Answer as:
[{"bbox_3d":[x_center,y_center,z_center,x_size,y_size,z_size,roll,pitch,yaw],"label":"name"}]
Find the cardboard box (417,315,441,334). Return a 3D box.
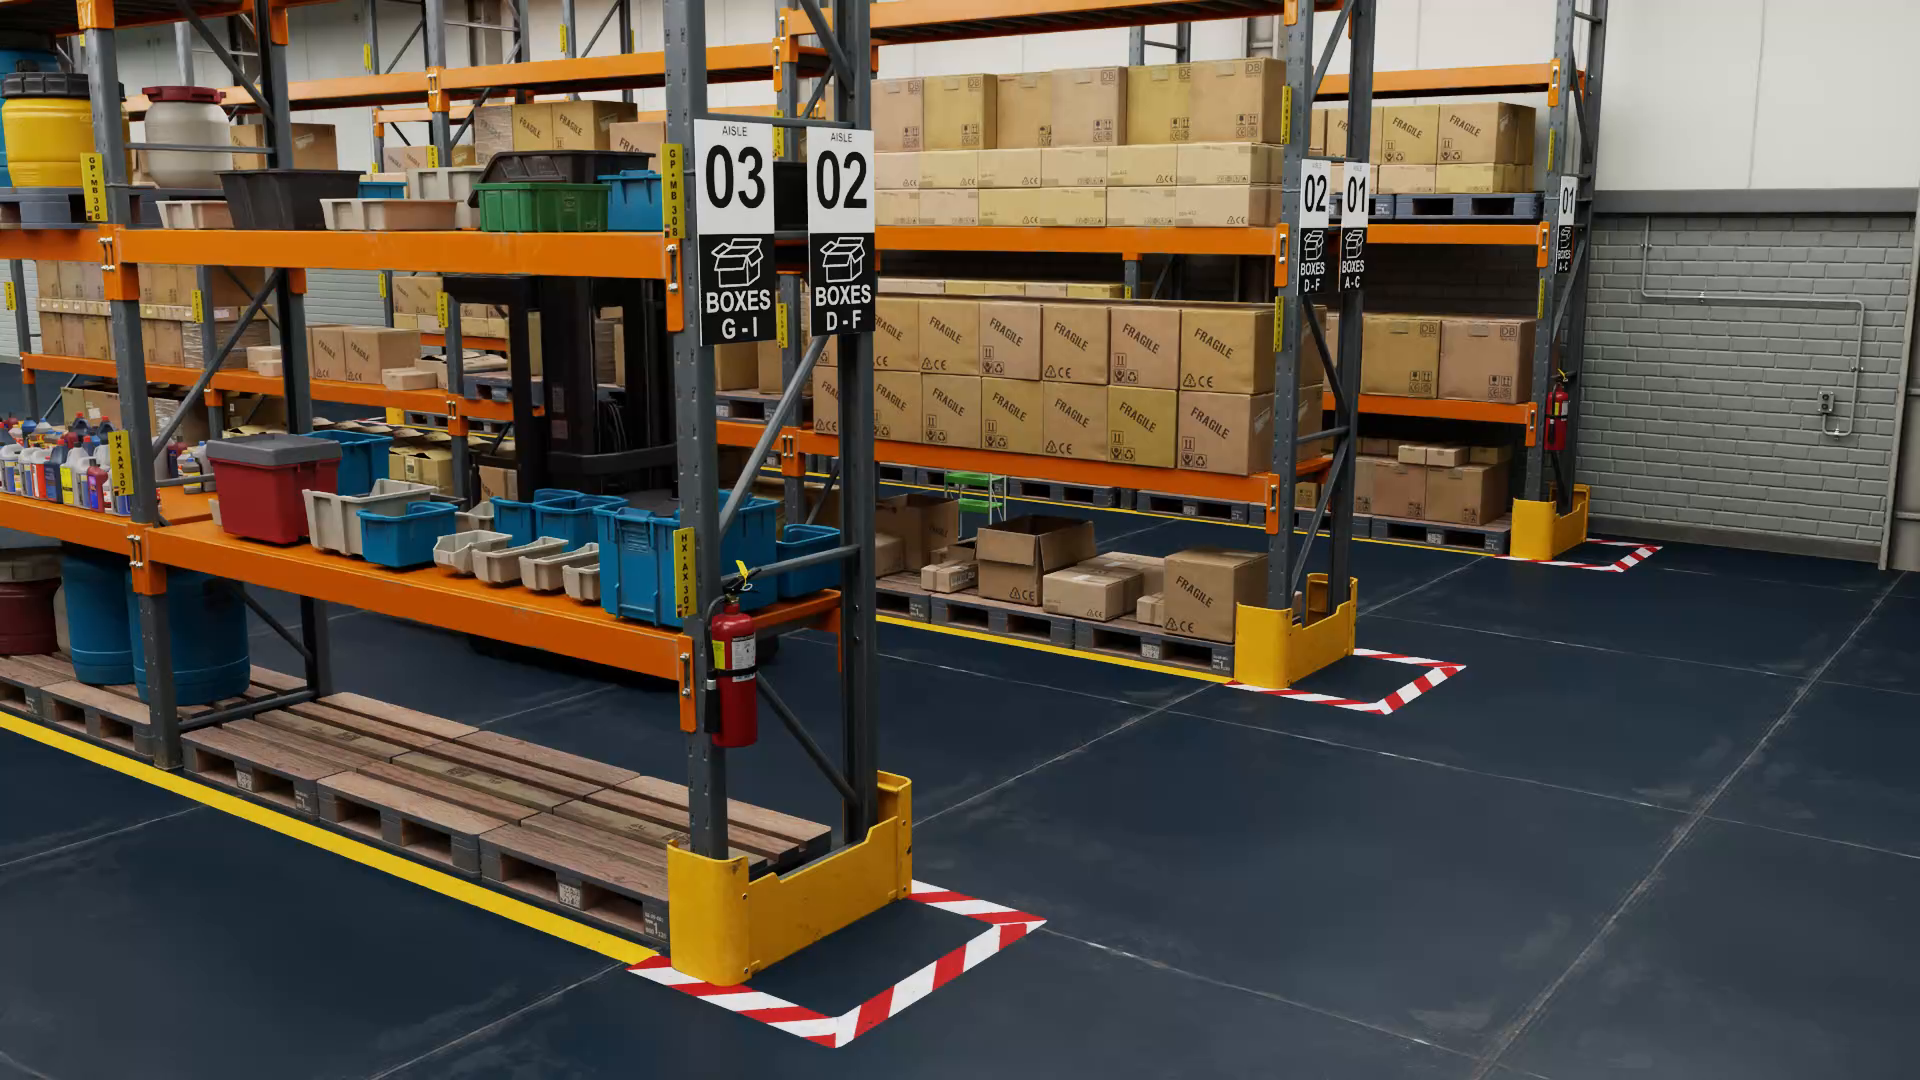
[{"bbox_3d":[-7.093,-2.979,22.872,0.500,0.250,0.500,7,13,34],"label":"cardboard box"}]

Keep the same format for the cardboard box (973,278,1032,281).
[{"bbox_3d":[0.480,-2.691,17.967,0.500,0.250,0.500,8,13,34],"label":"cardboard box"}]

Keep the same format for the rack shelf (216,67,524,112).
[{"bbox_3d":[-5.818,-4.165,15.812,4.000,0.370,1.077,8,13,36],"label":"rack shelf"}]

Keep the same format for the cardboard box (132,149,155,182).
[{"bbox_3d":[-8.683,-3.997,18.147,0.637,0.503,0.797,10,15,42],"label":"cardboard box"}]

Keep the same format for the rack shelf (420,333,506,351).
[{"bbox_3d":[-6.113,-2.624,22.591,4.000,0.370,1.077,8,13,36],"label":"rack shelf"}]

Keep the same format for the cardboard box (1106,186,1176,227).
[{"bbox_3d":[1.275,-2.119,10.583,0.500,0.250,0.500,8,13,36],"label":"cardboard box"}]

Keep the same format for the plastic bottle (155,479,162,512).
[{"bbox_3d":[-4.367,-0.255,8.973,0.097,0.201,0.097,0,11,0],"label":"plastic bottle"}]

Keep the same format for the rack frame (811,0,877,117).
[{"bbox_3d":[-1.277,-5.248,18.466,0.127,3.000,1.000,8,13,36],"label":"rack frame"}]

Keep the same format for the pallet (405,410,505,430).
[{"bbox_3d":[-7.030,-1.728,23.406,1.213,0.211,1.003,8,13,36],"label":"pallet"}]

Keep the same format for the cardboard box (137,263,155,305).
[{"bbox_3d":[-8.603,-2.842,18.143,0.500,0.500,0.700,8,13,36],"label":"cardboard box"}]

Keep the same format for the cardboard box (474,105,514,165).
[{"bbox_3d":[-3.858,-3.507,14.466,0.500,0.500,0.500,8,13,36],"label":"cardboard box"}]

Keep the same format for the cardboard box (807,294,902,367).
[{"bbox_3d":[-0.769,-1.538,12.188,0.500,0.500,0.500,8,14,37],"label":"cardboard box"}]

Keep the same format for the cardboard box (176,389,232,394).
[{"bbox_3d":[-8.425,-1.431,18.687,0.500,0.500,0.500,8,13,36],"label":"cardboard box"}]

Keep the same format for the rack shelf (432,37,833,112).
[{"bbox_3d":[-2.594,-3.715,13.488,4.000,0.370,1.077,8,13,36],"label":"rack shelf"}]

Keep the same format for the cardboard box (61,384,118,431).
[{"bbox_3d":[-9.949,-1.518,19.136,0.500,0.500,0.500,8,13,36],"label":"cardboard box"}]

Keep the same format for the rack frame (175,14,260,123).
[{"bbox_3d":[-7.430,-4.939,16.868,0.127,3.000,1.000,8,13,36],"label":"rack frame"}]

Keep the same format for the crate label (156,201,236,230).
[{"bbox_3d":[-3.694,-1.580,8.099,0.466,0.136,0.293,8,13,36],"label":"crate label"}]

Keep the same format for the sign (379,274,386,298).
[{"bbox_3d":[-8.046,-3.544,23.173,0.005,0.325,0.100,8,13,36],"label":"sign"}]

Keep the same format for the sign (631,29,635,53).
[{"bbox_3d":[-4.177,-6.320,21.129,0.005,0.325,0.100,8,13,36],"label":"sign"}]

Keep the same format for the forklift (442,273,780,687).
[{"bbox_3d":[-2.677,-0.735,11.111,3.031,2.935,1.130,8,13,35],"label":"forklift"}]

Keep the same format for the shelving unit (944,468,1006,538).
[{"bbox_3d":[0.133,-0.570,14.820,0.503,1.200,0.258,8,13,36],"label":"shelving unit"}]

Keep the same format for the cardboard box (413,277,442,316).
[{"bbox_3d":[-7.126,-3.350,22.816,0.500,0.500,0.500,8,14,36],"label":"cardboard box"}]

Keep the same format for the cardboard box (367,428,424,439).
[{"bbox_3d":[-5.707,-0.953,16.714,0.500,0.311,0.500,8,13,35],"label":"cardboard box"}]

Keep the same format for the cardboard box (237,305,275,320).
[{"bbox_3d":[-7.532,-2.421,17.677,0.250,0.149,0.380,8,13,35],"label":"cardboard box"}]

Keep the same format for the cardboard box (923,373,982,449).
[{"bbox_3d":[0.084,-0.931,11.680,0.500,0.500,0.500,8,13,35],"label":"cardboard box"}]

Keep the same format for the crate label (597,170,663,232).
[{"bbox_3d":[-1.245,-1.440,7.068,0.502,0.251,0.408,8,13,36],"label":"crate label"}]

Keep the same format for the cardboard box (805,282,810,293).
[{"bbox_3d":[-1.573,-2.921,19.100,0.250,0.149,0.380,6,12,28],"label":"cardboard box"}]

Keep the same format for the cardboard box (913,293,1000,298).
[{"bbox_3d":[-0.007,-1.560,12.300,0.500,0.500,0.500,8,13,34],"label":"cardboard box"}]

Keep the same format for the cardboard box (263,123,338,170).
[{"bbox_3d":[-6.484,-3.831,16.354,0.500,0.500,0.500,10,15,41],"label":"cardboard box"}]

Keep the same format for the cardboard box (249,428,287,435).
[{"bbox_3d":[-6.844,-0.984,16.874,0.500,0.311,0.500,8,13,35],"label":"cardboard box"}]

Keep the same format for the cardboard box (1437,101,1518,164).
[{"bbox_3d":[4.420,-3.466,14.205,0.500,0.500,0.500,8,13,35],"label":"cardboard box"}]

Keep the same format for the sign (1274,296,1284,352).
[{"bbox_3d":[1.897,-1.286,9.897,0.005,0.325,0.100,8,13,36],"label":"sign"}]

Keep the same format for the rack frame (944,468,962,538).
[{"bbox_3d":[-0.063,-0.598,14.961,0.015,1.200,0.240,8,13,36],"label":"rack frame"}]

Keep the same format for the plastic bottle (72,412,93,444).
[{"bbox_3d":[-5.538,-0.629,10.514,0.185,0.351,0.144,8,13,36],"label":"plastic bottle"}]

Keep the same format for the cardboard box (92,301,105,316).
[{"bbox_3d":[-9.426,-2.589,18.546,0.250,0.149,0.380,8,13,35],"label":"cardboard box"}]

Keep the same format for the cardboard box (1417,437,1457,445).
[{"bbox_3d":[4.358,-0.838,15.230,0.250,0.149,0.380,8,14,36],"label":"cardboard box"}]

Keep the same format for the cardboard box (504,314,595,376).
[{"bbox_3d":[-3.632,-1.746,14.787,0.500,0.500,0.700,3,11,17],"label":"cardboard box"}]

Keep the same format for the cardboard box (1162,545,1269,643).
[{"bbox_3d":[1.658,0.343,10.781,0.500,0.500,0.500,8,13,36],"label":"cardboard box"}]

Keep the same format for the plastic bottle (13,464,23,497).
[{"bbox_3d":[-5.345,-0.355,9.493,0.097,0.201,0.097,0,11,0],"label":"plastic bottle"}]

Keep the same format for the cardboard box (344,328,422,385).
[{"bbox_3d":[-5.568,-1.779,16.066,0.500,0.500,0.500,7,13,33],"label":"cardboard box"}]

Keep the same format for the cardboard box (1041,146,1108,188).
[{"bbox_3d":[0.873,-2.421,10.827,0.500,0.250,0.500,8,13,36],"label":"cardboard box"}]

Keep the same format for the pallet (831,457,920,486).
[{"bbox_3d":[-0.686,-0.834,18.783,1.213,0.211,1.003,8,13,36],"label":"pallet"}]

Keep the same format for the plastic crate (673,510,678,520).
[{"bbox_3d":[-1.228,0.014,7.344,0.300,0.233,0.416,8,13,36],"label":"plastic crate"}]

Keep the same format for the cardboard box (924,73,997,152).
[{"bbox_3d":[0.158,-2.925,11.459,0.500,0.500,0.700,8,13,36],"label":"cardboard box"}]

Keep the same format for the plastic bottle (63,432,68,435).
[{"bbox_3d":[-5.745,-0.590,10.706,0.097,0.201,0.097,0,11,0],"label":"plastic bottle"}]

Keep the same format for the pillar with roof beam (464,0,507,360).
[{"bbox_3d":[-9.197,-5.542,19.986,0.400,9.000,9.100,8,13,36],"label":"pillar with roof beam"}]

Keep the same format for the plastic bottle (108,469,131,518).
[{"bbox_3d":[-4.426,-0.270,8.857,0.135,0.276,0.152,8,13,36],"label":"plastic bottle"}]

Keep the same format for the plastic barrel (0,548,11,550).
[{"bbox_3d":[-6.229,0.331,10.864,0.421,0.512,0.421,0,11,0],"label":"plastic barrel"}]

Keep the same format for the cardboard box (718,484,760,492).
[{"bbox_3d":[-1.943,-0.152,13.339,0.500,0.500,0.500,8,14,36],"label":"cardboard box"}]

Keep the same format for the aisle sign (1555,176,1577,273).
[{"bbox_3d":[5.051,-2.626,13.861,0.004,0.787,0.394,8,13,36],"label":"aisle sign"}]

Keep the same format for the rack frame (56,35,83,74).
[{"bbox_3d":[-10.654,-5.389,19.193,0.127,3.000,1.000,8,13,36],"label":"rack frame"}]

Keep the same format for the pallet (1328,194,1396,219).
[{"bbox_3d":[3.579,-3.051,15.242,1.213,0.211,1.003,8,13,36],"label":"pallet"}]
